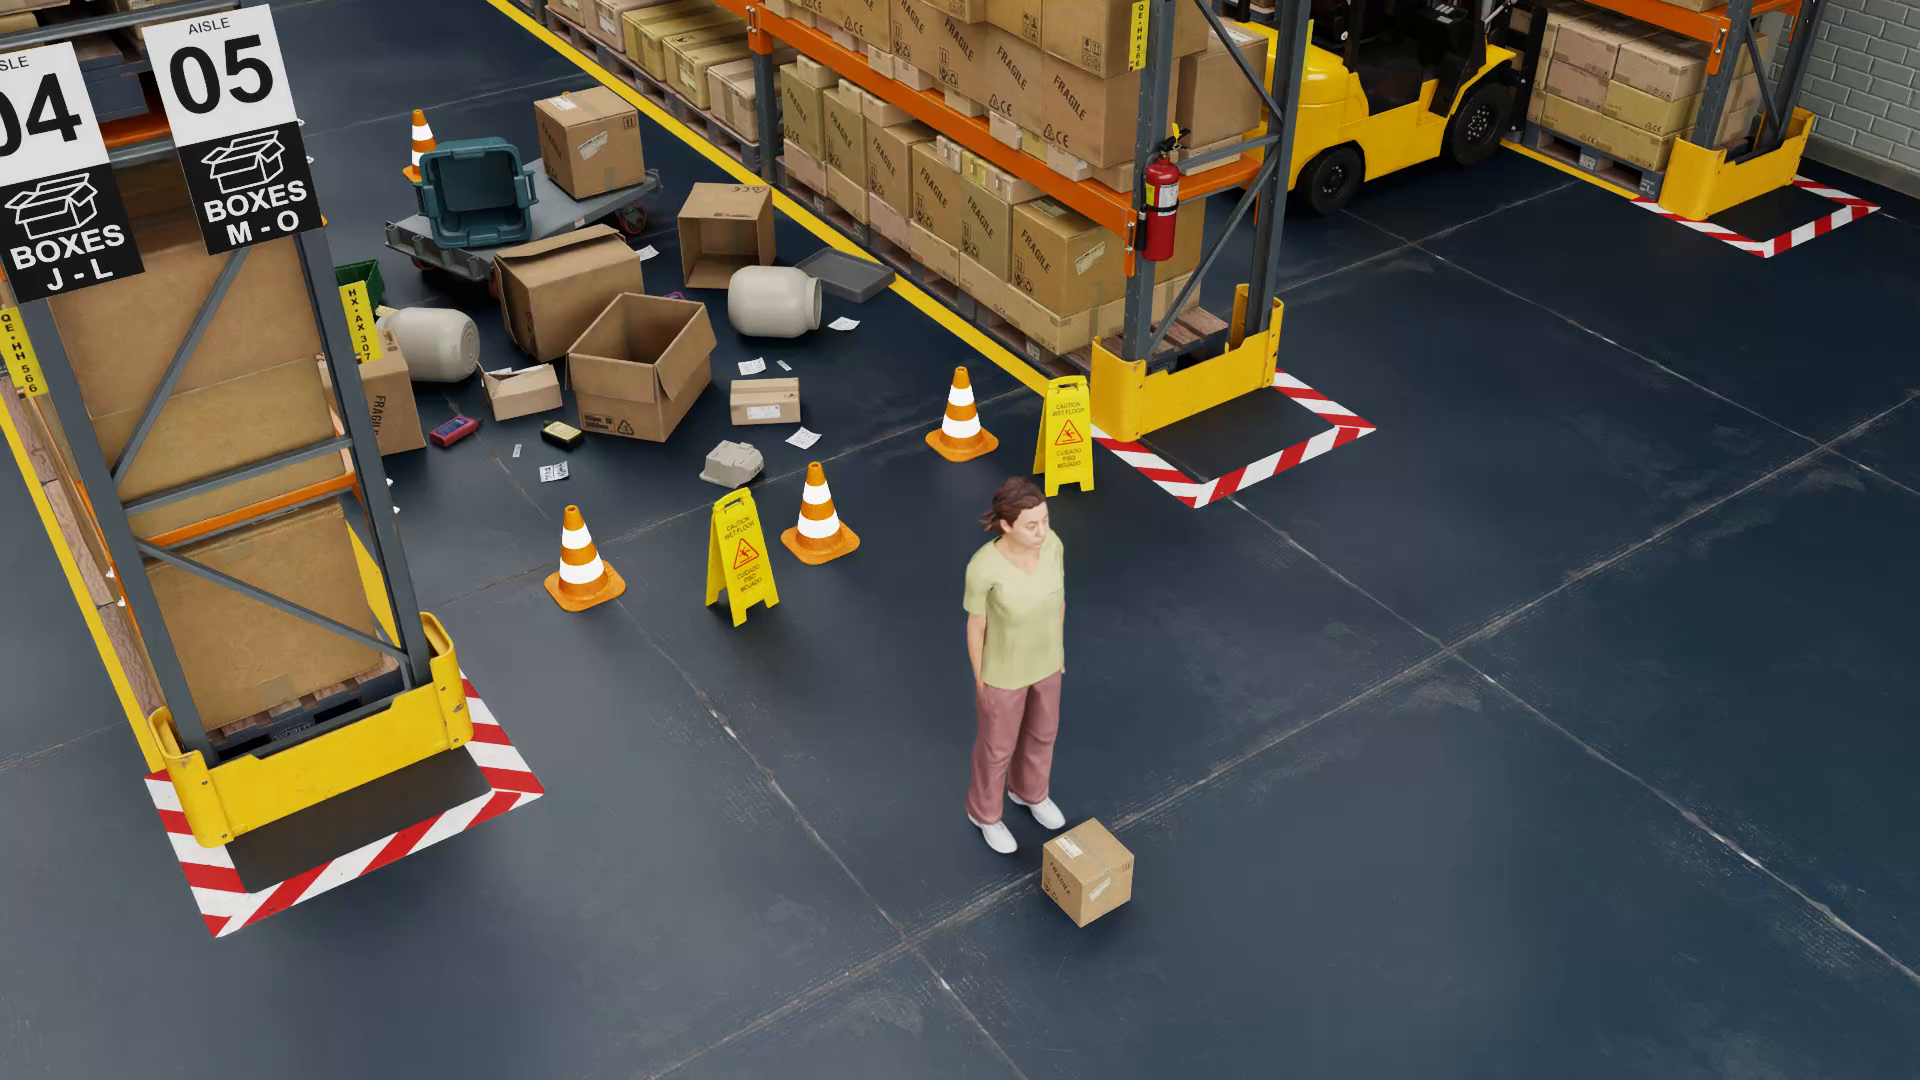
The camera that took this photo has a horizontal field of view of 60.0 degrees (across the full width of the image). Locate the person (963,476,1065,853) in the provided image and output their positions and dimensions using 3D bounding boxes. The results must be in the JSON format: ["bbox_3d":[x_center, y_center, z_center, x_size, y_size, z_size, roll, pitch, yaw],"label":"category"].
[{"bbox_3d":[0.222,0.474,6.369,0.441,1.672,0.352,-22,42,-27],"label":"person"}]
